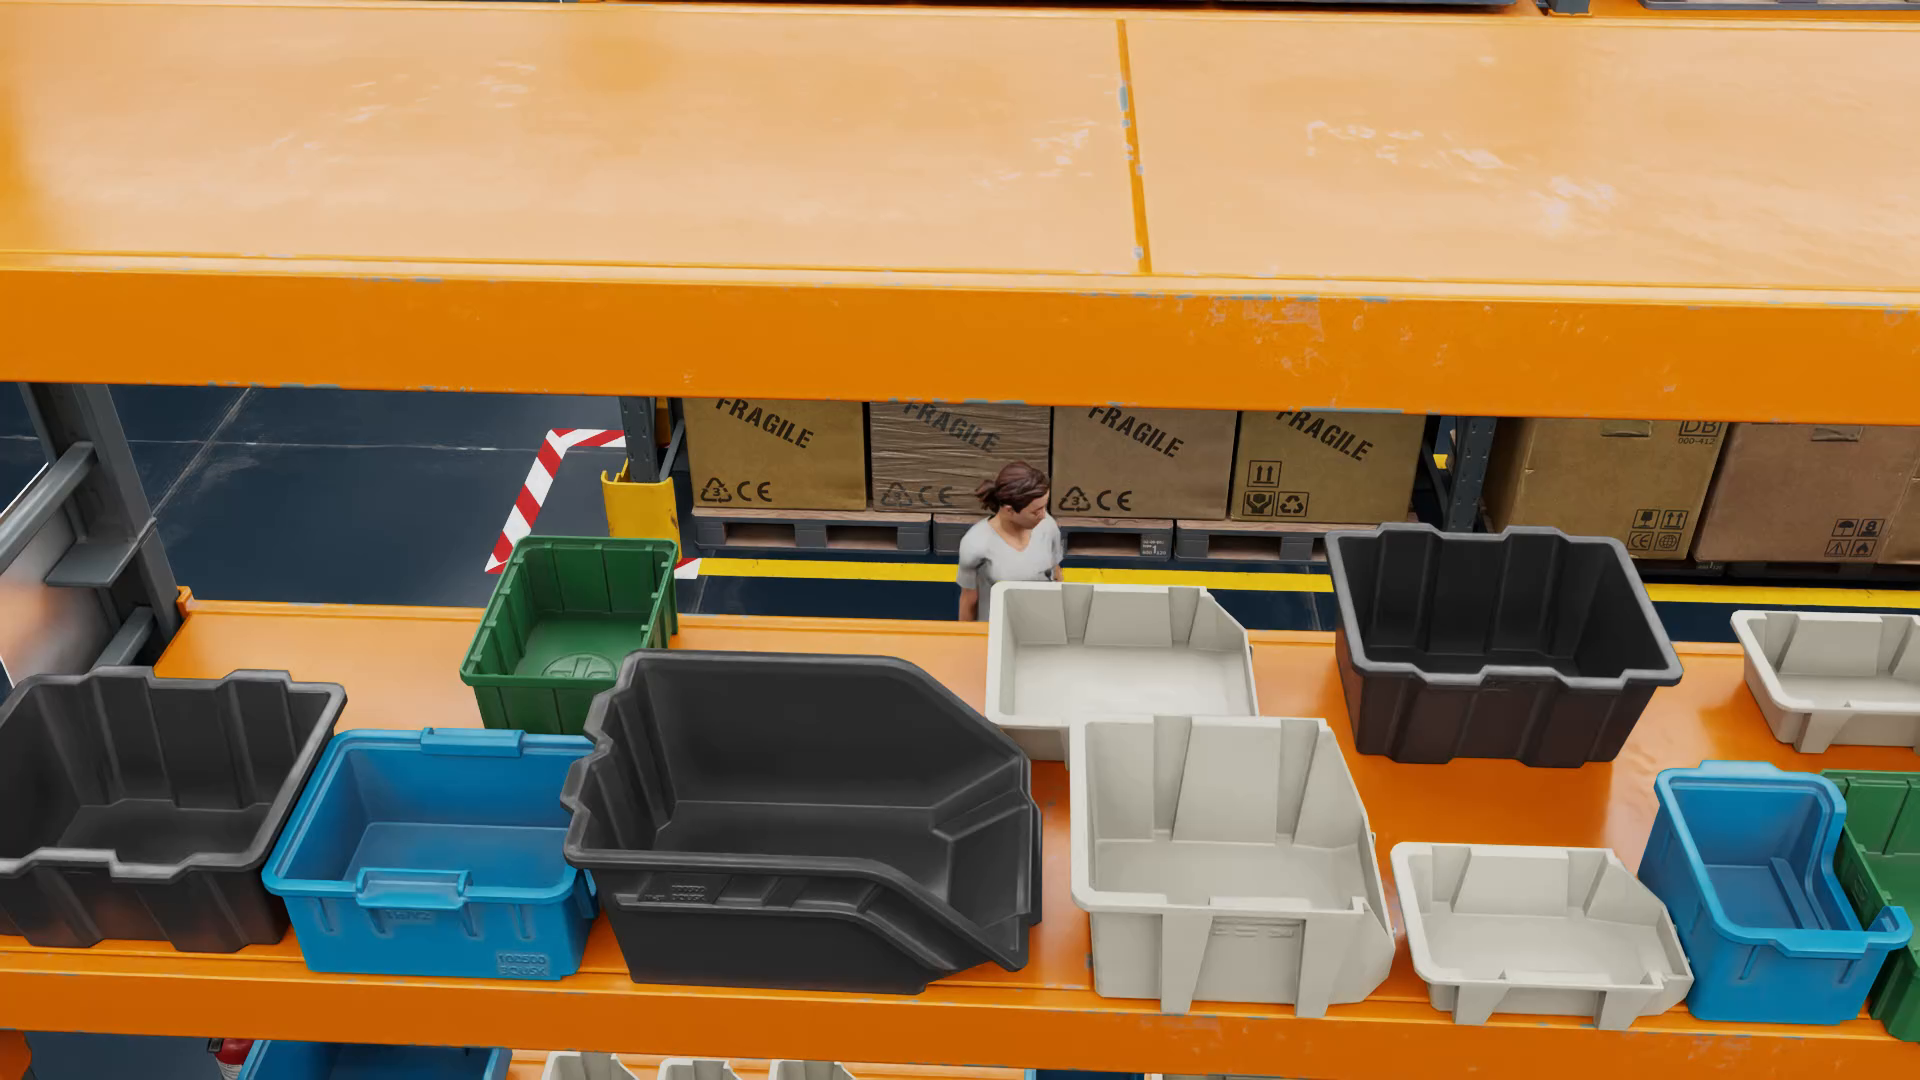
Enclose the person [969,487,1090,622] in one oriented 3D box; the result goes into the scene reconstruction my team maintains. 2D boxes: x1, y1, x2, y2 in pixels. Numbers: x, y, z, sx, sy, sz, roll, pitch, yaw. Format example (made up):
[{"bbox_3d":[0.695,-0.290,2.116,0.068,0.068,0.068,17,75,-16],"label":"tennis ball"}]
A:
[{"bbox_3d":[0.277,0.551,6.371,0.474,1.741,0.483,-6,36,-8],"label":"person"}]
